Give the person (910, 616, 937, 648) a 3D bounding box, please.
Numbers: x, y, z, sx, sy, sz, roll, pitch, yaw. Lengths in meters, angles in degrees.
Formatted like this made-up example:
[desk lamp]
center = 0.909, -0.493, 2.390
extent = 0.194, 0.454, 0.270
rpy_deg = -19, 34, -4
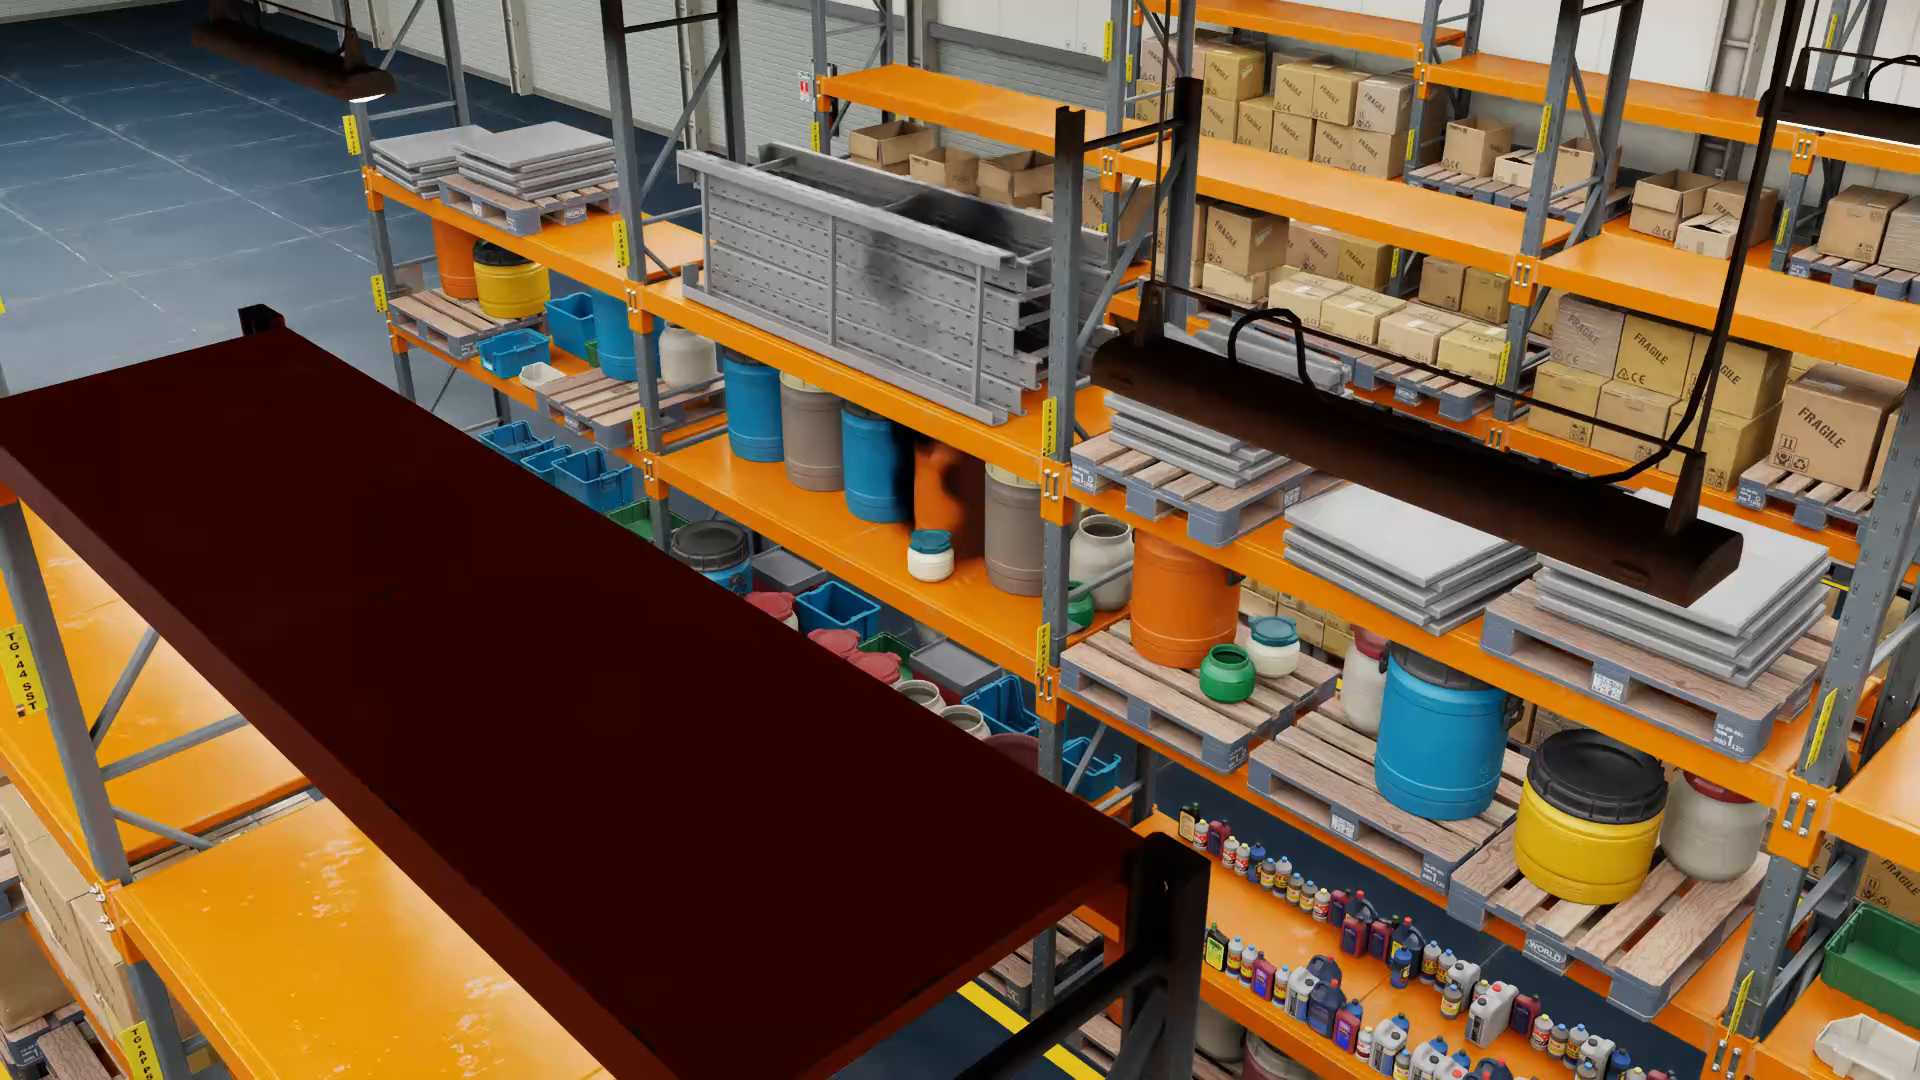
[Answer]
[person]
center = -0.184, 0.377, 14.336
extent = 0.729, 1.821, 0.721
rpy_deg = 24, 36, 37
